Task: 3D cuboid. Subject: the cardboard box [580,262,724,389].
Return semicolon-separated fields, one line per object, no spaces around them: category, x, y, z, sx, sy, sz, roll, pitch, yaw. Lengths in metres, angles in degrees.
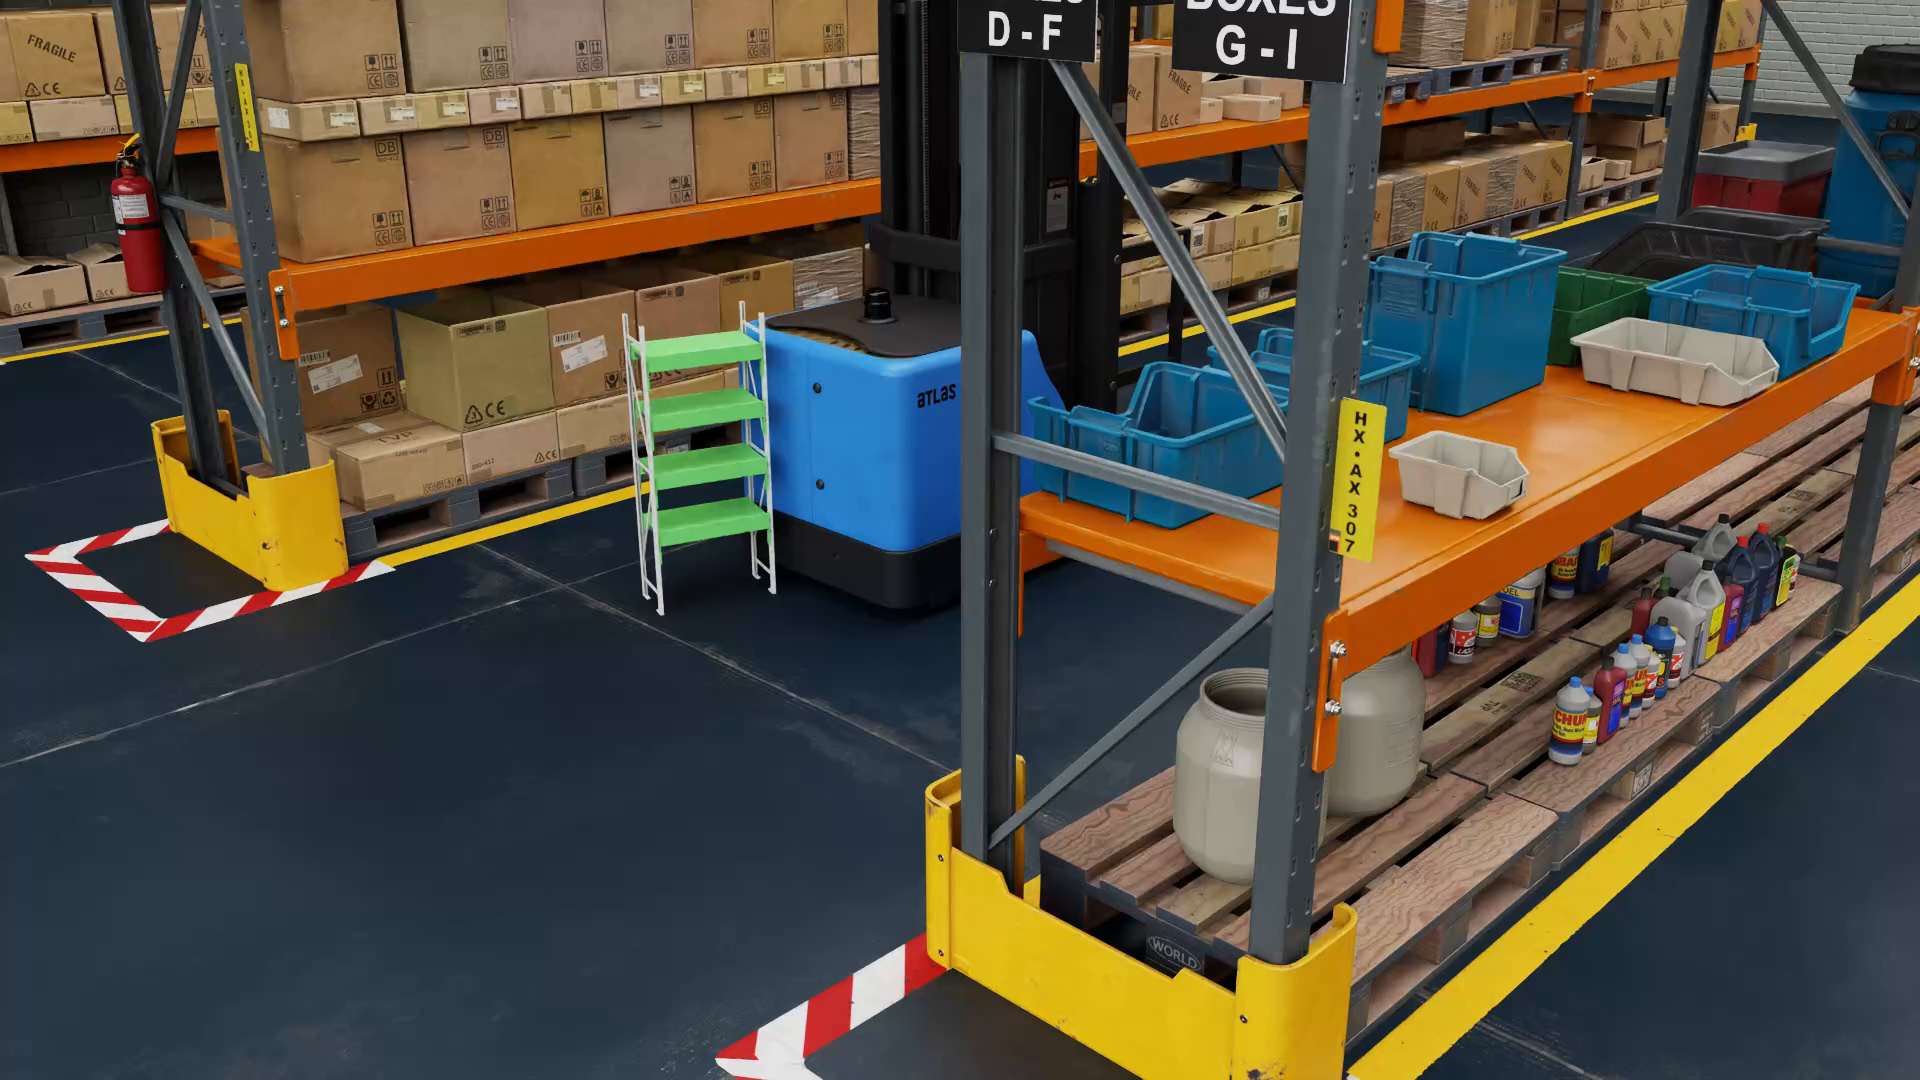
cardboard box;-1.564;-1.098;8.453;0.500;0.500;0.500;19;28;41

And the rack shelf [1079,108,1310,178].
rack shelf;1.039;-2.575;11.096;1.077;0.370;4.000;19;28;41

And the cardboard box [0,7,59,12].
cardboard box;-6.163;-3.198;10.850;0.500;0.500;0.500;-20;29;-41

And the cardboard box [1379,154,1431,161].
cardboard box;3.642;-3.032;14.153;0.500;0.500;0.500;18;27;39

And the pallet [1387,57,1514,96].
pallet;3.788;-3.836;13.643;1.003;0.211;1.213;19;28;41

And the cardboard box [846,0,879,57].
cardboard box;-0.661;-2.933;9.078;0.700;0.500;0.500;19;28;41

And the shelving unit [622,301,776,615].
shelving unit;-1.051;-0.332;6.765;0.503;1.200;0.258;-10;23;-25

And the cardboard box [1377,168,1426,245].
cardboard box;3.318;-2.645;13.146;0.500;0.500;0.500;18;27;39

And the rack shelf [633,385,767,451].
rack shelf;-1.051;-0.496;6.702;0.480;0.148;0.258;-10;23;-25

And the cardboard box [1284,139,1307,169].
cardboard box;2.955;-3.128;13.358;0.500;0.250;0.500;-19;28;-40

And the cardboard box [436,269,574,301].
cardboard box;-2.298;-1.104;8.469;0.500;0.500;0.500;19;28;41

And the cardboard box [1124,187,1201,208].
cardboard box;1.498;-2.401;12.106;0.500;0.311;0.500;18;28;39

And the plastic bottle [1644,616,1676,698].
plastic bottle;2.339;0.386;5.578;0.097;0.271;0.097;0;21;0

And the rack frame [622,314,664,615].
rack frame;-1.268;-0.292;6.661;0.015;1.200;0.240;-10;23;-25

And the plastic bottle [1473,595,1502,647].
plastic bottle;1.889;0.273;5.971;0.097;0.201;0.097;0;21;0

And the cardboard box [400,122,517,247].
cardboard box;-2.448;-1.668;7.595;0.500;0.500;0.700;-19;28;-41

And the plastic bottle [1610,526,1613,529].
plastic bottle;2.525;-0.005;6.579;0.061;0.283;0.133;19;28;41

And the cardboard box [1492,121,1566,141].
cardboard box;5.419;-3.709;15.915;0.500;0.500;0.500;19;28;41

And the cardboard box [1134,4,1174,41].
cardboard box;2.063;-5.967;18.501;0.700;0.700;0.980;-20;28;-41

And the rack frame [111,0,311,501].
rack frame;-3.146;-1.369;6.954;1.000;3.000;0.127;19;28;41

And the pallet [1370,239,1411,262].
pallet;2.983;-2.306;13.280;1.003;0.211;1.213;19;28;41

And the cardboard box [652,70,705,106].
cardboard box;-1.462;-2.228;8.146;0.250;0.149;0.380;-19;28;-40

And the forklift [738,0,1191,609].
forklift;0.439;-1.530;7.470;1.130;2.935;3.031;19;28;41

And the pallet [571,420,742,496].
pallet;-1.792;-0.586;8.805;1.003;0.211;1.213;19;28;41

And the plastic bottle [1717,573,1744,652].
plastic bottle;2.730;0.246;5.927;0.133;0.283;0.061;-18;27;-39

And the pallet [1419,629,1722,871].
pallet;1.841;0.623;5.660;1.003;0.211;1.213;19;28;41

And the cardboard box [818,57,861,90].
cardboard box;-0.747;-2.492;8.833;0.380;0.149;0.250;18;28;39

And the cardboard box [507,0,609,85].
cardboard box;-2.060;-2.418;7.736;0.700;0.500;0.500;19;28;41

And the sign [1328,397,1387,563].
sign;0.791;-0.118;3.316;0.100;0.325;0.005;19;28;41

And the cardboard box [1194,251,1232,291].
cardboard box;1.532;-1.879;11.530;0.500;0.250;0.500;-19;28;-41

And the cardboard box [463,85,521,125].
cardboard box;-2.183;-1.962;7.454;0.380;0.149;0.250;19;28;40

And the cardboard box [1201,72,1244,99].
cardboard box;1.672;-3.202;11.849;0.500;0.311;0.500;19;28;40

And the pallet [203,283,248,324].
pallet;-5.202;-1.837;12.061;1.003;0.211;1.213;19;28;41

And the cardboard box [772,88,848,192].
cardboard box;-1.024;-2.191;8.954;0.700;0.500;0.500;19;28;40

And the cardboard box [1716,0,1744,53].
cardboard box;7.539;-5.211;16.811;0.500;0.500;0.500;20;28;41

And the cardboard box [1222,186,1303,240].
cardboard box;2.246;-2.403;12.111;0.500;0.311;0.500;-19;28;-41

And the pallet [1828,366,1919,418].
pallet;5.413;-0.693;9.084;1.003;0.211;1.213;19;28;41

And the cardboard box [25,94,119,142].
cardboard box;-5.778;-2.730;10.677;0.500;0.250;0.500;18;28;39

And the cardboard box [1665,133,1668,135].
cardboard box;7.477;-4.334;18.031;0.380;0.149;0.250;19;28;41

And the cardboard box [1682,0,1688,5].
cardboard box;6.834;-5.415;15.949;0.500;0.500;0.500;-19;28;-40

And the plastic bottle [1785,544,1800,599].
plastic bottle;3.161;0.116;6.379;0.097;0.201;0.097;0;21;0

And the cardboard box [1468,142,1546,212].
cardboard box;4.735;-3.168;14.507;0.500;0.500;0.500;19;28;41

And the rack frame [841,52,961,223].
rack frame;-0.356;-2.397;9.629;1.000;3.000;0.127;19;28;41

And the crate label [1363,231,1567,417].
crate label;1.490;-0.685;5.127;0.502;0.435;0.616;19;28;41

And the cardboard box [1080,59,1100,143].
cardboard box;0.559;-2.772;10.467;0.500;0.500;0.500;-18;27;-38

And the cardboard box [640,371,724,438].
cardboard box;-1.565;-0.748;8.588;0.500;0.250;0.500;19;28;41

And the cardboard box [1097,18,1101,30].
cardboard box;1.183;-5.572;17.308;0.500;0.500;0.500;20;28;41

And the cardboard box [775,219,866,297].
cardboard box;-0.904;-1.619;9.807;0.500;0.500;0.500;19;28;41

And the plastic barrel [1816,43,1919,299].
plastic barrel;3.677;-1.414;6.373;0.600;0.901;0.708;19;28;41

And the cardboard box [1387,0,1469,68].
cardboard box;3.568;-4.045;13.193;0.500;0.500;0.700;-14;25;-32

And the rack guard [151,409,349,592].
rack guard;-3.163;-0.196;7.387;1.175;0.500;0.348;19;28;41

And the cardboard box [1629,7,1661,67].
cardboard box;6.131;-4.695;15.470;0.500;0.500;0.500;-20;28;-41

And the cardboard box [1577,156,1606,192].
cardboard box;5.673;-3.457;15.523;0.500;0.311;0.500;19;28;41

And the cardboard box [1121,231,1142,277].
cardboard box;0.824;-1.876;10.739;0.500;0.311;0.500;18;27;39

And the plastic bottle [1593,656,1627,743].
plastic bottle;2.059;0.493;5.284;0.133;0.283;0.061;-20;28;-41

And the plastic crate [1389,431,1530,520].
plastic crate;1.255;-0.154;4.163;0.298;0.136;0.250;19;28;41

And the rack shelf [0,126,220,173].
rack shelf;-5.303;-2.786;11.644;1.077;0.370;4.000;19;28;41

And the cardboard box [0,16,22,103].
cardboard box;-6.150;-2.944;10.190;0.500;0.500;0.500;19;28;41

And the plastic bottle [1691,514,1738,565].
plastic bottle;2.845;0.077;6.273;0.144;0.351;0.185;19;28;41
